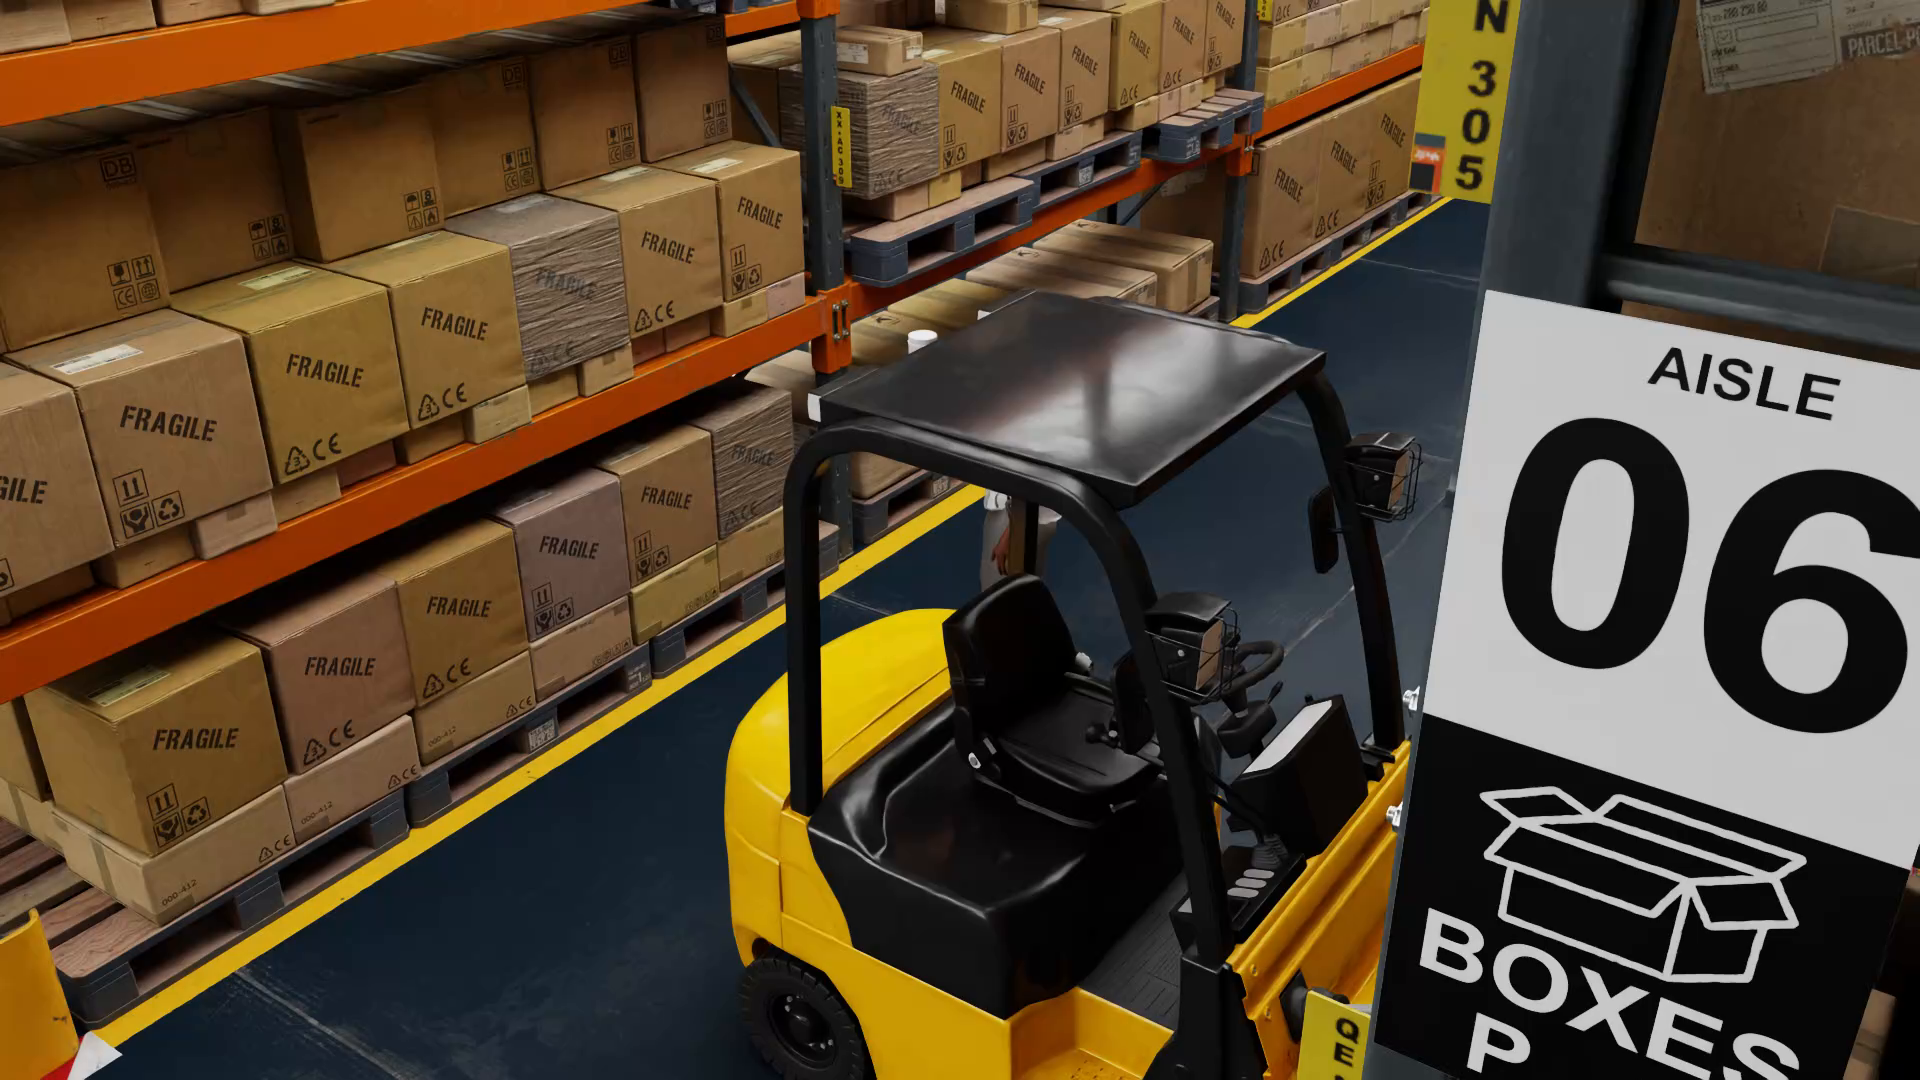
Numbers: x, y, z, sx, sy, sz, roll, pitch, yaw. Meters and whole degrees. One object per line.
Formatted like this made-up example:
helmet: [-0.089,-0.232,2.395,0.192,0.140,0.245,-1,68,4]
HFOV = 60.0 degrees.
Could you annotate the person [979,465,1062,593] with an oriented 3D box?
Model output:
person: [0.154,-0.118,6.290,0.529,1.696,0.570,1,27,2]
